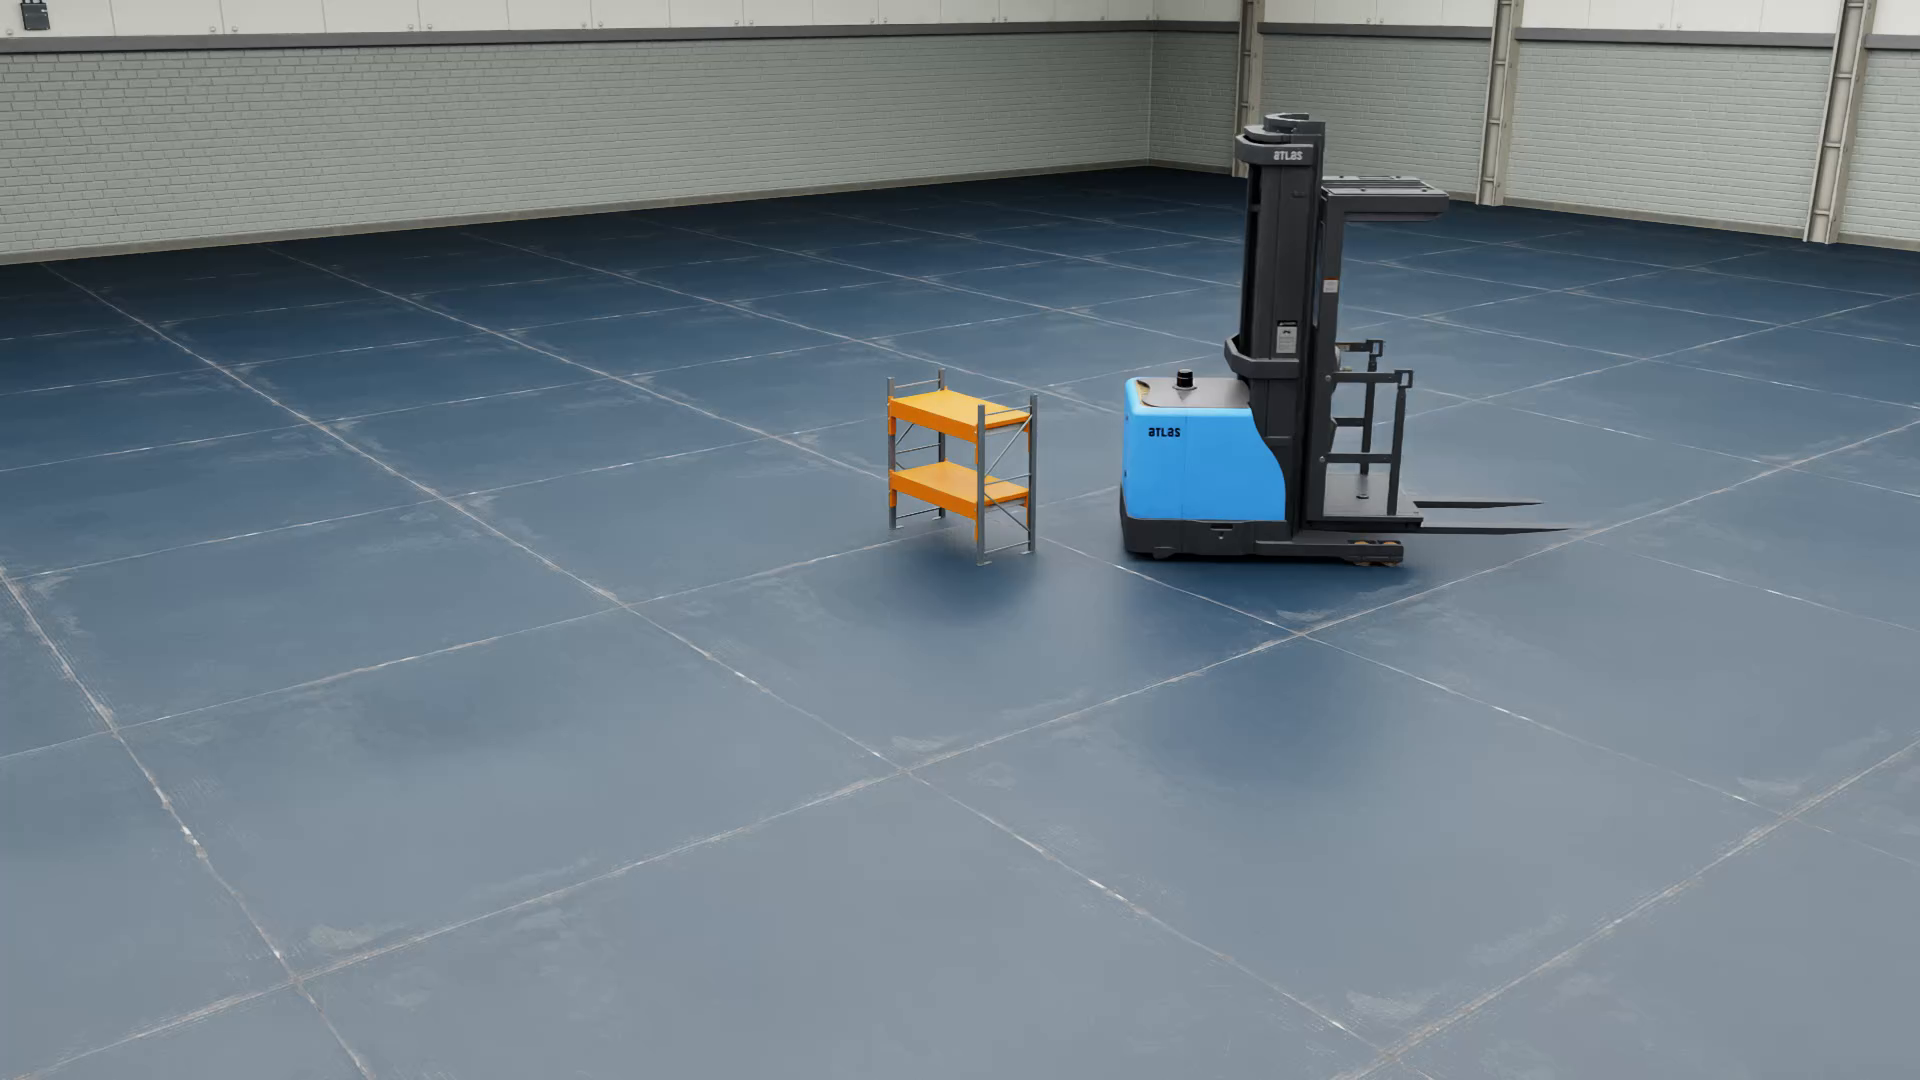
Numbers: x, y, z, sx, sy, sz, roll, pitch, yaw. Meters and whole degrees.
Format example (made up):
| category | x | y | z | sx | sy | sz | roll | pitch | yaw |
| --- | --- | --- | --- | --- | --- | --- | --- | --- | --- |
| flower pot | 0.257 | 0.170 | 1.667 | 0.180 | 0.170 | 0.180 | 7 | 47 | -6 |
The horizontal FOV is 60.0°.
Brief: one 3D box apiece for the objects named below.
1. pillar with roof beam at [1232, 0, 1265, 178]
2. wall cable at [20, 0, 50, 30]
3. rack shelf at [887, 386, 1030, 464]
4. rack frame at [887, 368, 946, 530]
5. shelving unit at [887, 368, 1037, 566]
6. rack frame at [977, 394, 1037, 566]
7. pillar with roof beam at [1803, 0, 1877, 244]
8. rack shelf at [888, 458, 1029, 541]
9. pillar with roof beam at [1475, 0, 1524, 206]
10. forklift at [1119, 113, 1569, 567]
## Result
| category | x | y | z | sx | sy | sz | roll | pitch | yaw |
| --- | --- | --- | --- | --- | --- | --- | --- | --- | --- |
| pillar with roof beam | 2.568 | -11.035 | 30.871 | 9.100 | 9.000 | 0.400 | -14 | 23 | -36 |
| wall cable | -12.091 | -10.174 | 22.863 | 2.305 | 6.003 | 0.169 | -14 | 23 | -36 |
| rack shelf | 0.004 | -0.810 | 11.589 | 0.538 | 0.278 | 1.000 | -14 | 23 | -36 |
| rack frame | -0.311 | -0.658 | 12.059 | 0.500 | 1.125 | 0.032 | -14 | 23 | -36 |
| shelving unit | 0.004 | -0.532 | 11.681 | 0.538 | 1.125 | 1.048 | -14 | 23 | -36 |
| rack frame | 0.320 | -0.407 | 11.302 | 0.500 | 1.125 | 0.032 | -14 | 23 | -36 |
| pillar with roof beam | 10.018 | -8.078 | 21.942 | 9.100 | 9.000 | 0.400 | -14 | 23 | -36 |
| rack shelf | 0.004 | -0.300 | 11.758 | 0.538 | 0.278 | 1.000 | -14 | 23 | -36 |
| pillar with roof beam | 6.293 | -9.556 | 26.406 | 9.100 | 9.000 | 0.400 | -14 | 23 | -36 |
| forklift | 2.672 | -1.383 | 11.375 | 3.031 | 2.935 | 1.130 | 1 | 18 | 2 |
